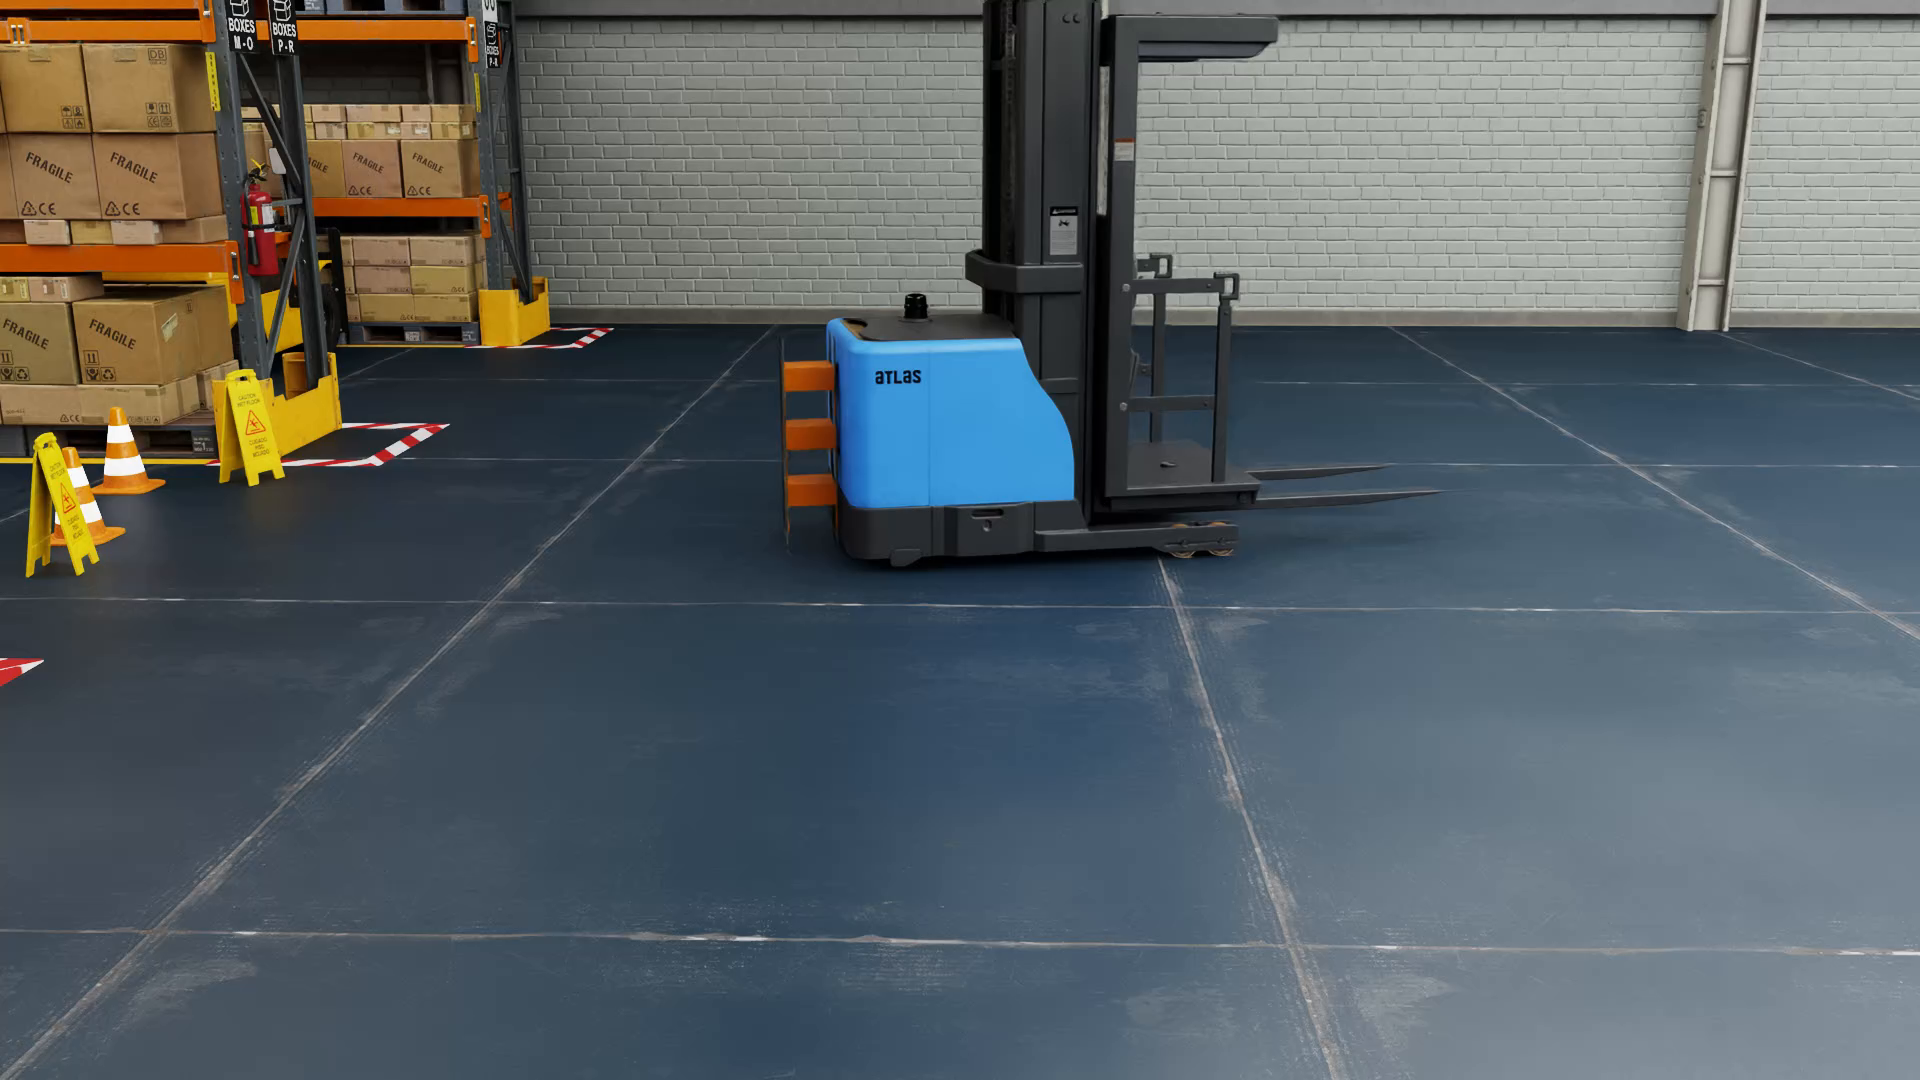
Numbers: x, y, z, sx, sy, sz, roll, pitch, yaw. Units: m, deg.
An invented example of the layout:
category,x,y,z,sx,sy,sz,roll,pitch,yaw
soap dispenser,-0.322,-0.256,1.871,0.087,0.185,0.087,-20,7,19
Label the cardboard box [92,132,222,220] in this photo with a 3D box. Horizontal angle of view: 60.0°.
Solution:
category,x,y,z,sx,sy,sz,roll,pitch,yaw
cardboard box,-4.823,-2.198,10.010,0.500,0.500,0.500,0,15,0

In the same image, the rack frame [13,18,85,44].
category,x,y,z,sx,sy,sz,roll,pitch,yaw
rack frame,-8.149,-3.364,15.211,0.127,3.000,1.000,0,15,1

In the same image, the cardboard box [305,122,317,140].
category,x,y,z,sx,sy,sz,roll,pitch,yaw
cardboard box,-5.787,-3.633,14.762,0.250,0.149,0.380,0,15,2

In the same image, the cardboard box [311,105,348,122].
category,x,y,z,sx,sy,sz,roll,pitch,yaw
cardboard box,-5.533,-3.775,14.717,0.250,0.149,0.380,1,15,3

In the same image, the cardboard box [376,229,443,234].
category,x,y,z,sx,sy,sz,roll,pitch,yaw
cardboard box,-5.125,-2.749,15.485,0.500,0.250,0.500,0,15,2

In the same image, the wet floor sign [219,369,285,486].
category,x,y,z,sx,sy,sz,roll,pitch,yaw
wet floor sign,-4.111,-0.660,9.575,0.232,0.644,0.267,6,16,21

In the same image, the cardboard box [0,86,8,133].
category,x,y,z,sx,sy,sz,roll,pitch,yaw
cardboard box,-5.808,-2.678,9.870,0.500,0.500,0.700,0,15,1

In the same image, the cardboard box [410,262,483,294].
category,x,y,z,sx,sy,sz,roll,pitch,yaw
cardboard box,-4.645,-2.377,15.055,0.500,0.250,0.500,0,15,1

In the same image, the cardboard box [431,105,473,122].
category,x,y,z,sx,sy,sz,roll,pitch,yaw
cardboard box,-4.514,-3.792,14.784,0.250,0.149,0.380,0,15,2

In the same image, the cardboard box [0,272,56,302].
category,x,y,z,sx,sy,sz,roll,pitch,yaw
cardboard box,-5.701,-1.548,10.154,0.250,0.149,0.380,1,15,2

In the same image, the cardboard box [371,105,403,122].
category,x,y,z,sx,sy,sz,roll,pitch,yaw
cardboard box,-5.023,-3.781,14.740,0.250,0.149,0.380,1,15,3

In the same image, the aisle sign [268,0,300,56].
category,x,y,z,sx,sy,sz,roll,pitch,yaw
aisle sign,-4.203,-3.408,10.280,0.004,0.787,0.394,0,15,1

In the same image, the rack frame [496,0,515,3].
category,x,y,z,sx,sy,sz,roll,pitch,yaw
rack frame,-4.150,-6.239,14.347,0.127,3.000,1.000,0,15,1

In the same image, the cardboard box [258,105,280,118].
category,x,y,z,sx,sy,sz,roll,pitch,yaw
cardboard box,-6.047,-3.801,14.816,0.250,0.149,0.380,1,15,2

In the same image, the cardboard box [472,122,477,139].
category,x,y,z,sx,sy,sz,roll,pitch,yaw
cardboard box,-4.483,-3.768,15.276,0.250,0.149,0.380,0,15,0

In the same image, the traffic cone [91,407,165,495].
category,x,y,z,sx,sy,sz,roll,pitch,yaw
traffic cone,-4.736,-0.519,9.401,0.334,0.463,0.336,0,15,1

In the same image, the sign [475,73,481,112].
category,x,y,z,sx,sy,sz,roll,pitch,yaw
sign,-4.178,-3.874,14.410,0.005,0.325,0.100,0,15,1

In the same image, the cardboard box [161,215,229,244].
category,x,y,z,sx,sy,sz,roll,pitch,yaw
cardboard box,-4.653,-1.899,10.148,0.250,0.149,0.380,1,15,3

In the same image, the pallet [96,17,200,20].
category,x,y,z,sx,sy,sz,roll,pitch,yaw
pallet,-7.296,-4.773,14.843,1.213,0.211,1.003,0,15,1

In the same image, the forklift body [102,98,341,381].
category,x,y,z,sx,sy,sz,roll,pitch,yaw
forklift body,-6.092,-2.475,13.504,1.214,2.155,2.313,0,15,1

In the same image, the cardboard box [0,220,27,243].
category,x,y,z,sx,sy,sz,roll,pitch,yaw
cardboard box,-5.675,-1.911,10.194,0.250,0.149,0.380,1,15,2

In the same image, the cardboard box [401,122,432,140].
category,x,y,z,sx,sy,sz,roll,pitch,yaw
cardboard box,-4.760,-3.625,14.732,0.250,0.149,0.380,1,15,2

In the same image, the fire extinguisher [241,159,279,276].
category,x,y,z,sx,sy,sz,roll,pitch,yaw
fire extinguisher,-4.171,-1.916,9.876,0.183,0.674,0.296,0,15,1

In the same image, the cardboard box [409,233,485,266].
category,x,y,z,sx,sy,sz,roll,pitch,yaw
cardboard box,-4.618,-2.618,14.991,0.500,0.250,0.500,1,15,3

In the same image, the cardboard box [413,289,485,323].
category,x,y,z,sx,sy,sz,roll,pitch,yaw
cardboard box,-4.628,-2.134,15.115,0.500,0.250,0.500,0,15,2

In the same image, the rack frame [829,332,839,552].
category,x,y,z,sx,sy,sz,roll,pitch,yaw
rack frame,-0.612,-0.474,8.080,0.008,1.050,0.200,-3,15,-11

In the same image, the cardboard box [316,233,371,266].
category,x,y,z,sx,sy,sz,roll,pitch,yaw
cardboard box,-5.634,-2.621,15.001,0.500,0.250,0.500,1,15,2

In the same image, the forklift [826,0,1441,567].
category,x,y,z,sx,sy,sz,roll,pitch,yaw
forklift,0.883,-1.457,8.118,3.031,2.935,1.130,-3,15,-11

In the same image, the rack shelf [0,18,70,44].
category,x,y,z,sx,sy,sz,roll,pitch,yaw
rack shelf,-10.148,-4.480,14.969,4.000,0.370,1.077,0,15,1

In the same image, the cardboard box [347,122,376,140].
category,x,y,z,sx,sy,sz,roll,pitch,yaw
cardboard box,-5.265,-3.647,14.814,0.250,0.149,0.380,0,15,1

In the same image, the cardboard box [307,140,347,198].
category,x,y,z,sx,sy,sz,roll,pitch,yaw
cardboard box,-5.679,-3.332,14.892,0.500,0.500,0.500,0,15,0

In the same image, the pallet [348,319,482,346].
category,x,y,z,sx,sy,sz,roll,pitch,yaw
pallet,-4.916,-1.984,15.446,1.213,0.211,1.003,0,15,1

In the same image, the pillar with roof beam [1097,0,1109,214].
category,x,y,z,sx,sy,sz,roll,pitch,yaw
pillar with roof beam,1.065,-5.336,10.926,0.400,9.000,9.100,0,15,1

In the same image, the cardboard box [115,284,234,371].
category,x,y,z,sx,sy,sz,roll,pitch,yaw
cardboard box,-5.096,-1.384,10.803,0.500,0.500,0.500,0,15,0

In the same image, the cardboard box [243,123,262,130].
category,x,y,z,sx,sy,sz,roll,pitch,yaw
cardboard box,-6.292,-3.642,14.796,0.250,0.149,0.380,0,15,0

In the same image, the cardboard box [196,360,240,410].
category,x,y,z,sx,sy,sz,roll,pitch,yaw
cardboard box,-5.073,-1.021,10.898,0.500,0.250,0.500,0,15,1

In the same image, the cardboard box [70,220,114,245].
category,x,y,z,sx,sy,sz,roll,pitch,yaw
cardboard box,-5.164,-1.879,10.074,0.250,0.149,0.380,0,15,0

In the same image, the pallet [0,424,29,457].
category,x,y,z,sx,sy,sz,roll,pitch,yaw
pallet,-6.377,-0.747,10.759,1.213,0.211,1.003,0,15,1

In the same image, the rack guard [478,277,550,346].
category,x,y,z,sx,sy,sz,roll,pitch,yaw
rack guard,-4.126,-2.129,15.430,0.348,0.500,1.175,0,15,1

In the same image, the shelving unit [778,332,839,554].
category,x,y,z,sx,sy,sz,roll,pitch,yaw
shelving unit,-0.732,-0.468,8.057,0.252,1.050,0.215,-3,15,-11

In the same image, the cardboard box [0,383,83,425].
category,x,y,z,sx,sy,sz,roll,pitch,yaw
cardboard box,-5.606,-0.888,10.391,0.500,0.250,0.500,0,15,2

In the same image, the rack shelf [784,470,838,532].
category,x,y,z,sx,sy,sz,roll,pitch,yaw
rack shelf,-0.732,-0.189,8.131,0.240,0.259,0.215,-3,15,-11

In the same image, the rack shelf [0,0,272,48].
category,x,y,z,sx,sy,sz,roll,pitch,yaw
rack shelf,-6.273,-3.188,10.072,4.000,0.370,1.077,0,15,1

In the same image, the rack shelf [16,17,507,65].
category,x,y,z,sx,sy,sz,roll,pitch,yaw
rack shelf,-6.149,-4.454,14.870,4.000,0.370,1.077,0,15,1

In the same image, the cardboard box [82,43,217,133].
category,x,y,z,sx,sy,sz,roll,pitch,yaw
cardboard box,-4.789,-2.695,9.937,0.500,0.500,0.700,0,15,0

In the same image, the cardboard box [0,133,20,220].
category,x,y,z,sx,sy,sz,roll,pitch,yaw
cardboard box,-5.823,-2.206,10.043,0.500,0.500,0.500,0,15,1

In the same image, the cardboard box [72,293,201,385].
category,x,y,z,sx,sy,sz,roll,pitch,yaw
cardboard box,-5.081,-1.247,10.283,0.500,0.500,0.500,0,15,2

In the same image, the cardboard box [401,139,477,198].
category,x,y,z,sx,sy,sz,roll,pitch,yaw
cardboard box,-4.649,-3.323,14.857,0.500,0.500,0.500,0,15,0

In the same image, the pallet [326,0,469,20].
category,x,y,z,sx,sy,sz,roll,pitch,yaw
pallet,-4.856,-4.757,14.783,1.213,0.211,1.003,0,15,1

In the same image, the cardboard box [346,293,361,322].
category,x,y,z,sx,sy,sz,roll,pitch,yaw
cardboard box,-5.625,-2.145,15.158,0.500,0.250,0.500,1,15,2

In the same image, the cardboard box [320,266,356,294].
category,x,y,z,sx,sy,sz,roll,pitch,yaw
cardboard box,-5.662,-2.381,15.070,0.500,0.250,0.500,0,15,0
